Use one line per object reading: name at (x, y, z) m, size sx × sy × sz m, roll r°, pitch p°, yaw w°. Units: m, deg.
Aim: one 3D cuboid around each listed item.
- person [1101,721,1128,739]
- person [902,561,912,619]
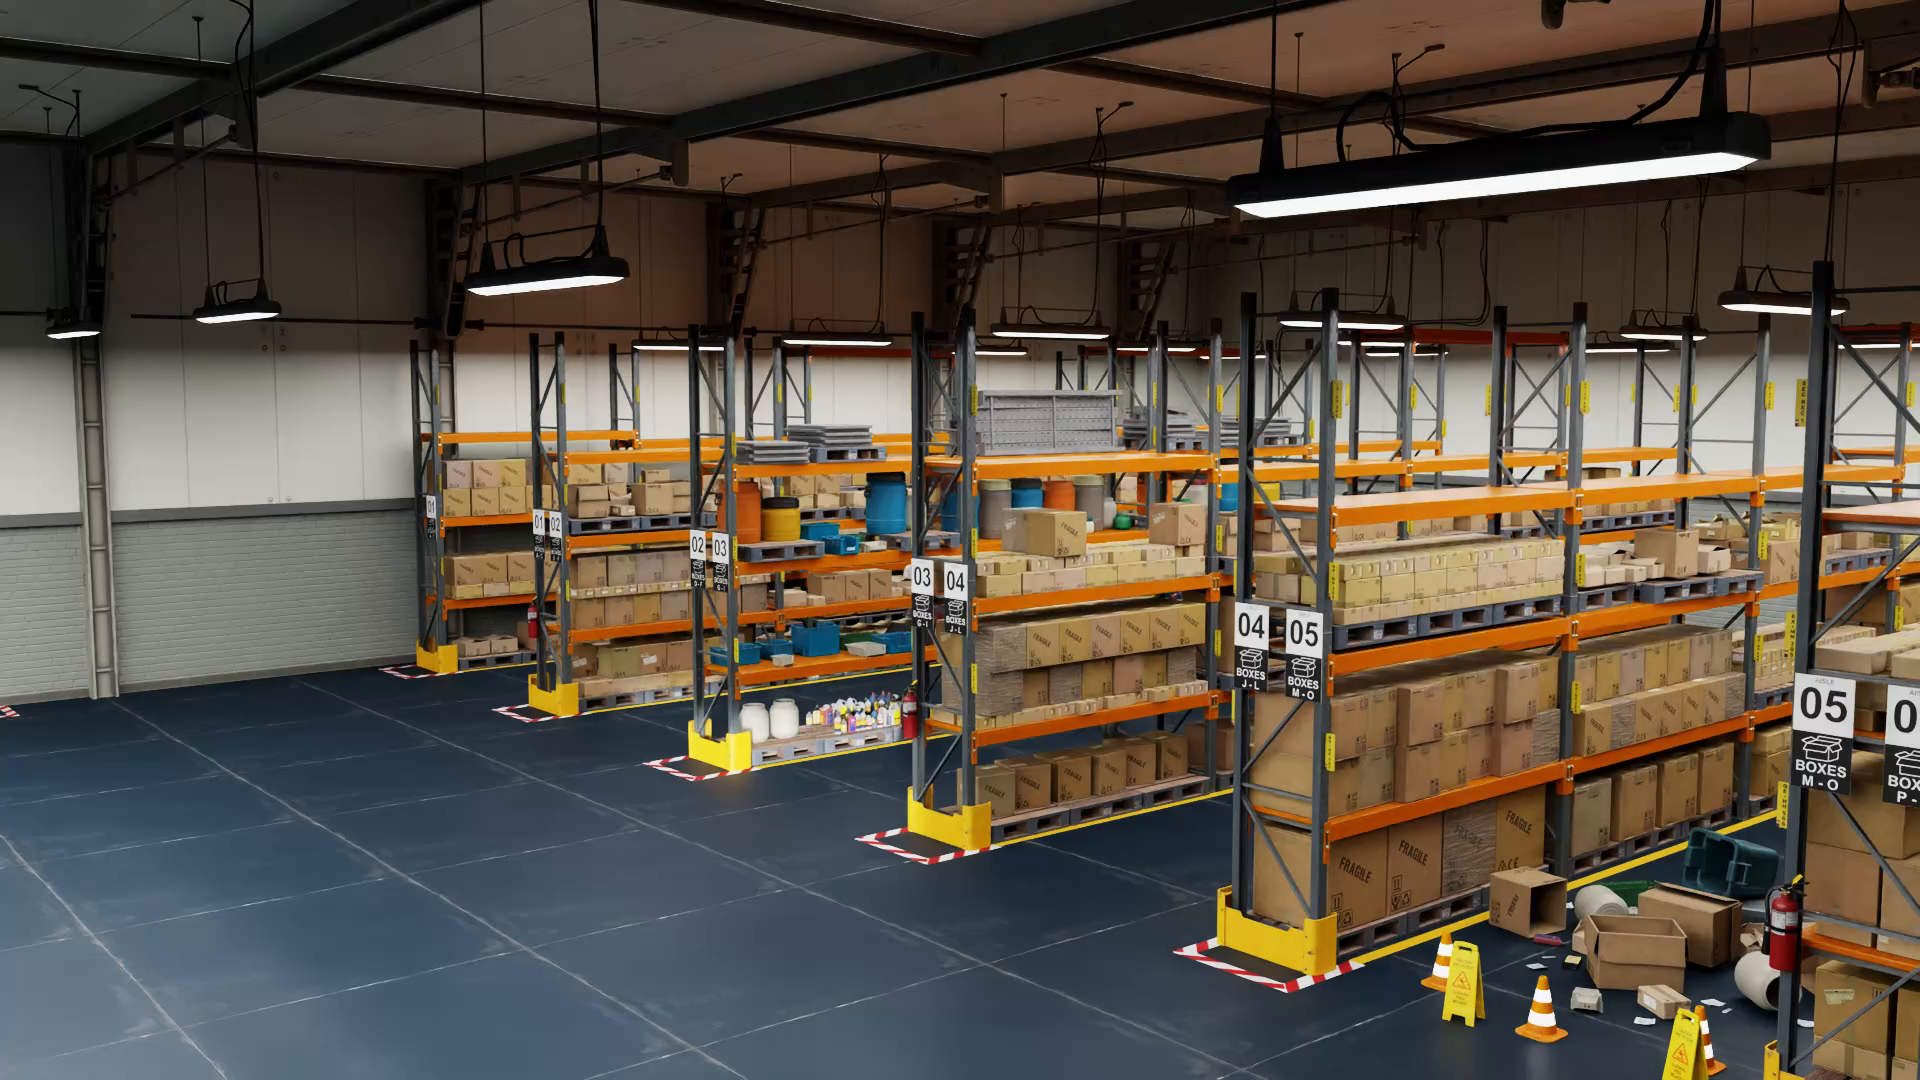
person at (2.166, 2.247, 22.813) m, size 0.469 × 1.640 × 0.522 m, roll -2°, pitch 6°, yaw -21°
person at (-1.006, 1.114, 34.377) m, size 1.094 × 1.727 × 0.546 m, roll -5°, pitch 7°, yaw -41°
